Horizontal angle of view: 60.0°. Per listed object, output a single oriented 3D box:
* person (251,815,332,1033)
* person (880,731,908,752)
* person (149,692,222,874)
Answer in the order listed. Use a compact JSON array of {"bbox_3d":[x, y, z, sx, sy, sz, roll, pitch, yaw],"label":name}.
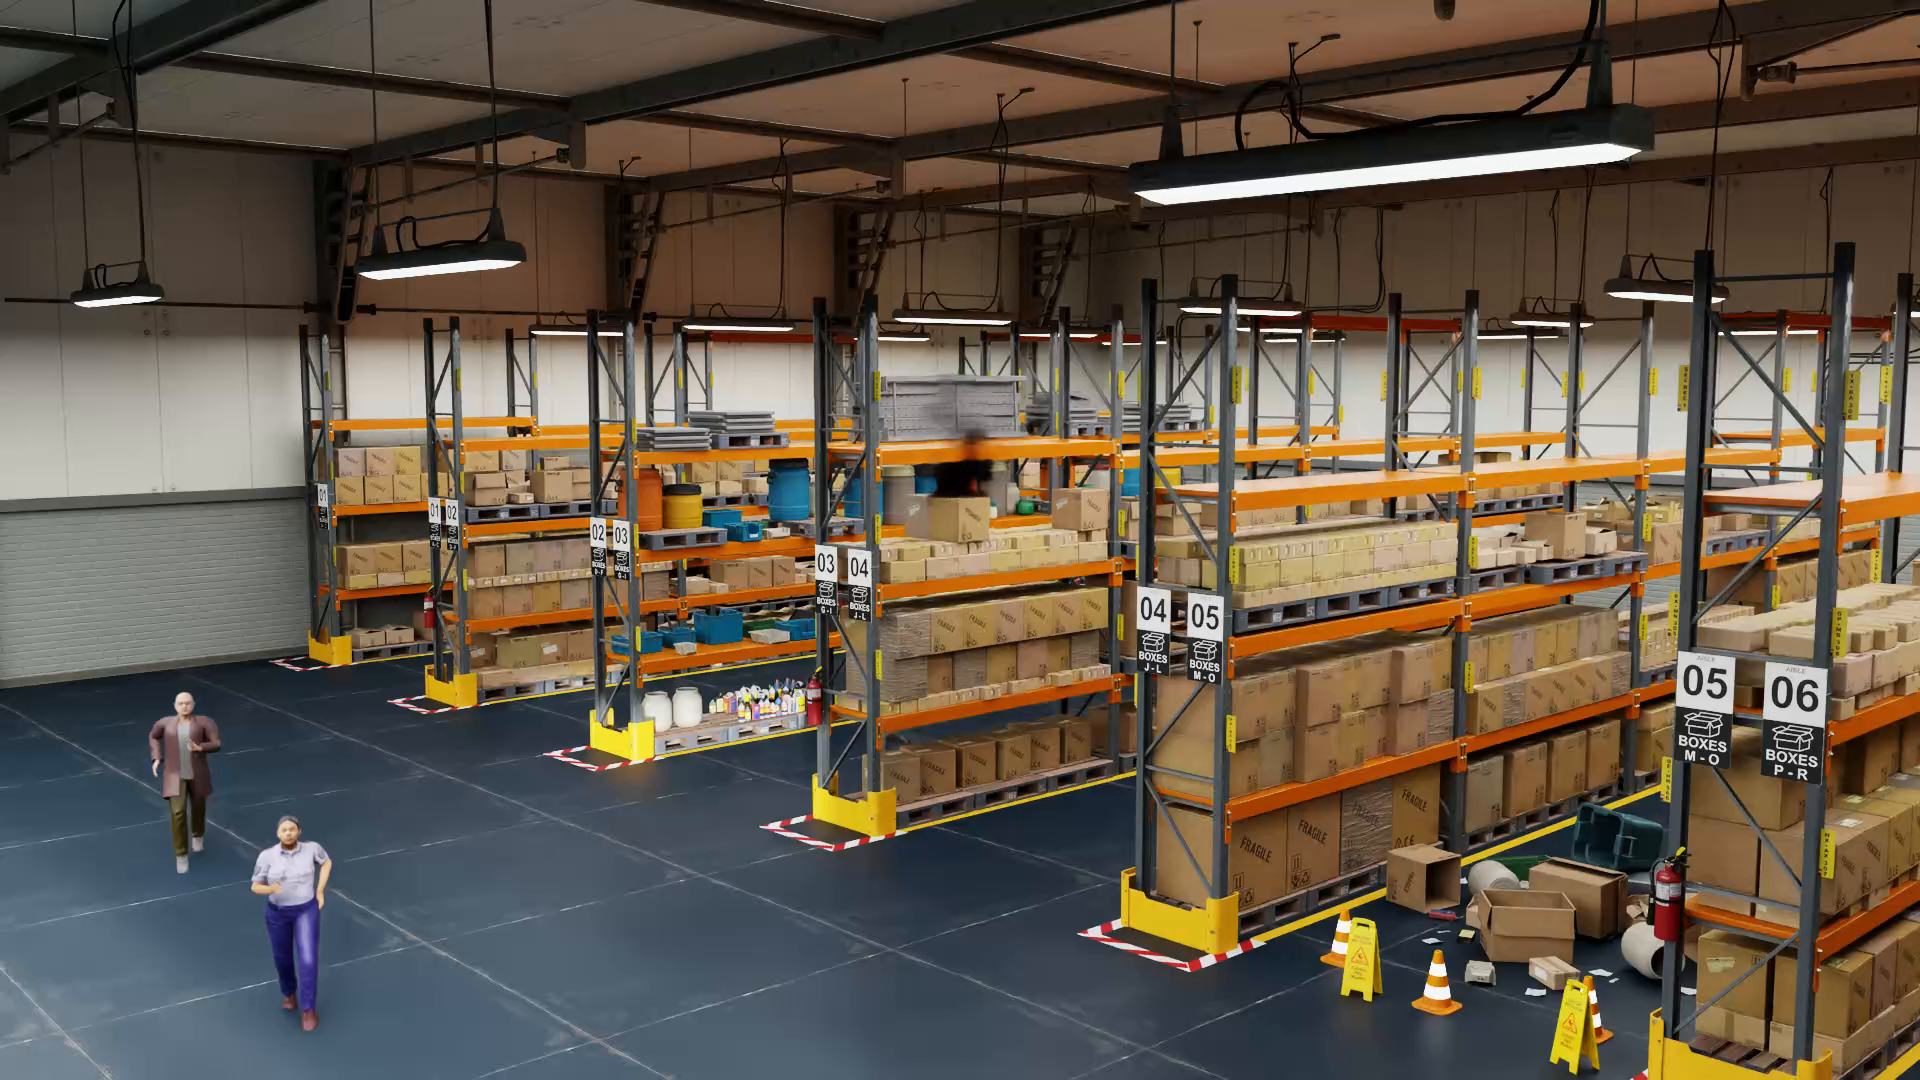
[{"bbox_3d":[-5.296,3.023,13.202,0.585,1.704,0.708,-2,6,-19],"label":"person"},{"bbox_3d":[-0.949,2.144,21.571,0.616,1.692,0.901,5,7,39],"label":"person"},{"bbox_3d":[-8.117,2.497,17.468,0.687,1.807,0.951,-3,6,-26],"label":"person"}]
